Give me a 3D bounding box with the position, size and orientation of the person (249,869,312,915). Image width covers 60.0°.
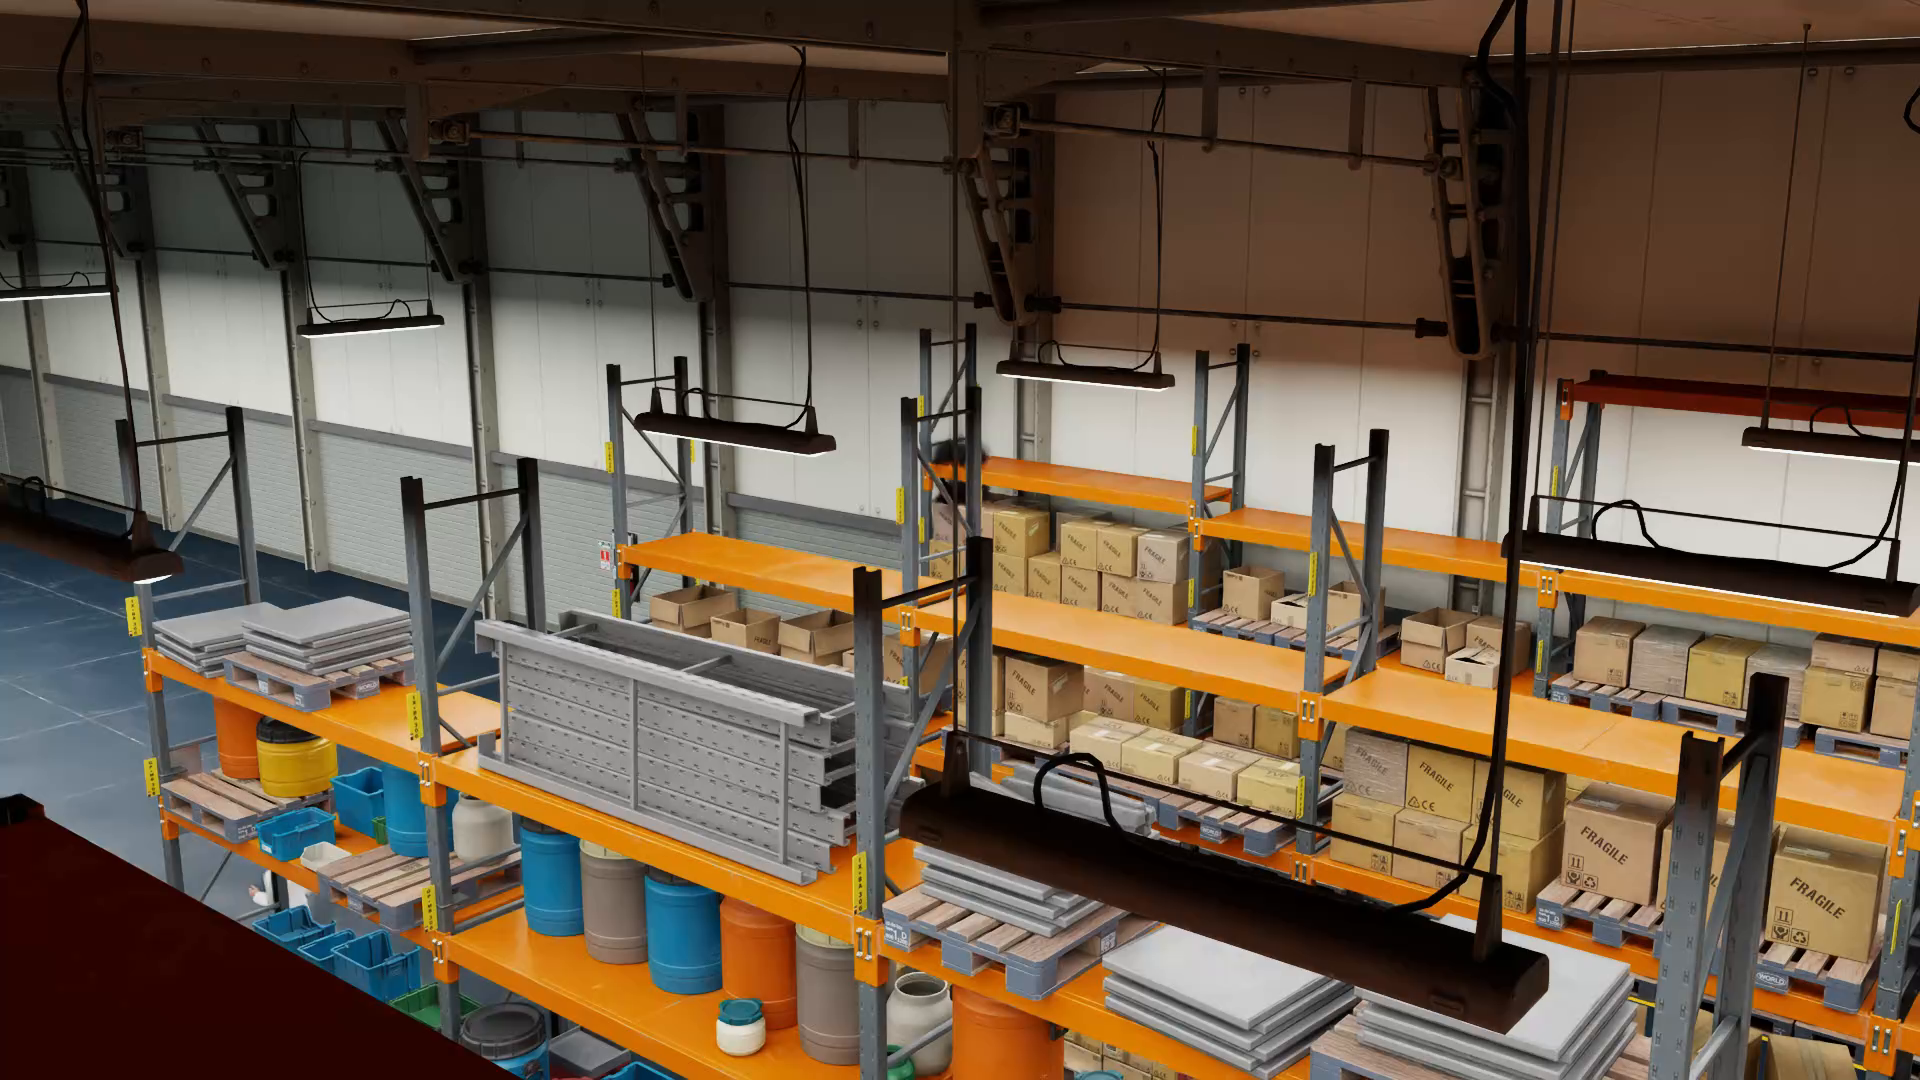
[{"bbox_3d":[-6.437,3.667,16.014,0.773,1.824,0.688,0,13,-1],"label":"person"}]

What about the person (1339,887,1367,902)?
[{"bbox_3d":[3.589,3.896,14.969,0.909,1.813,0.608,11,16,39],"label":"person"}]
